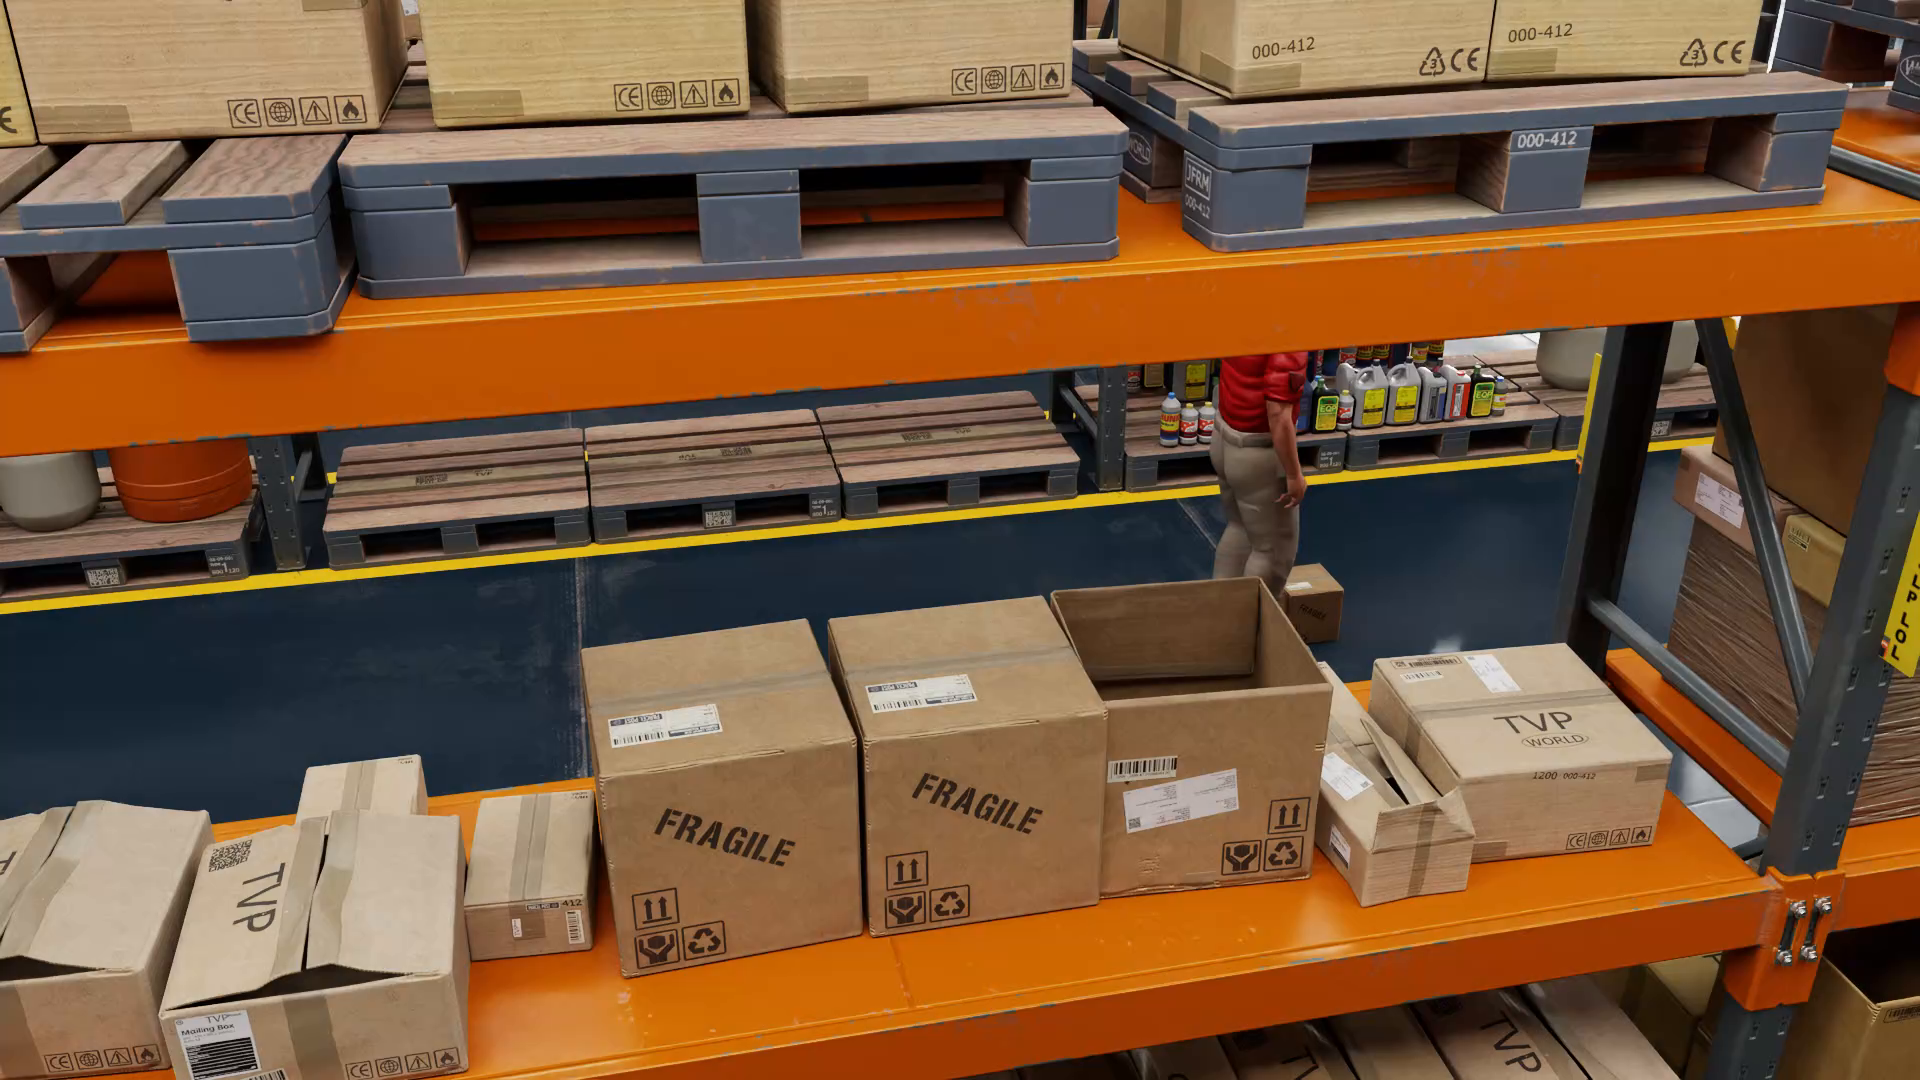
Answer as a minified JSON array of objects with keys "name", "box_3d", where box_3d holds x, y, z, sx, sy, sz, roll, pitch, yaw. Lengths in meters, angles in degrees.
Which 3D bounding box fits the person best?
[{"name":"person","box_3d":[1.241,-0.350,6.830,0.390,1.726,0.585,-7,27,-13]}]
